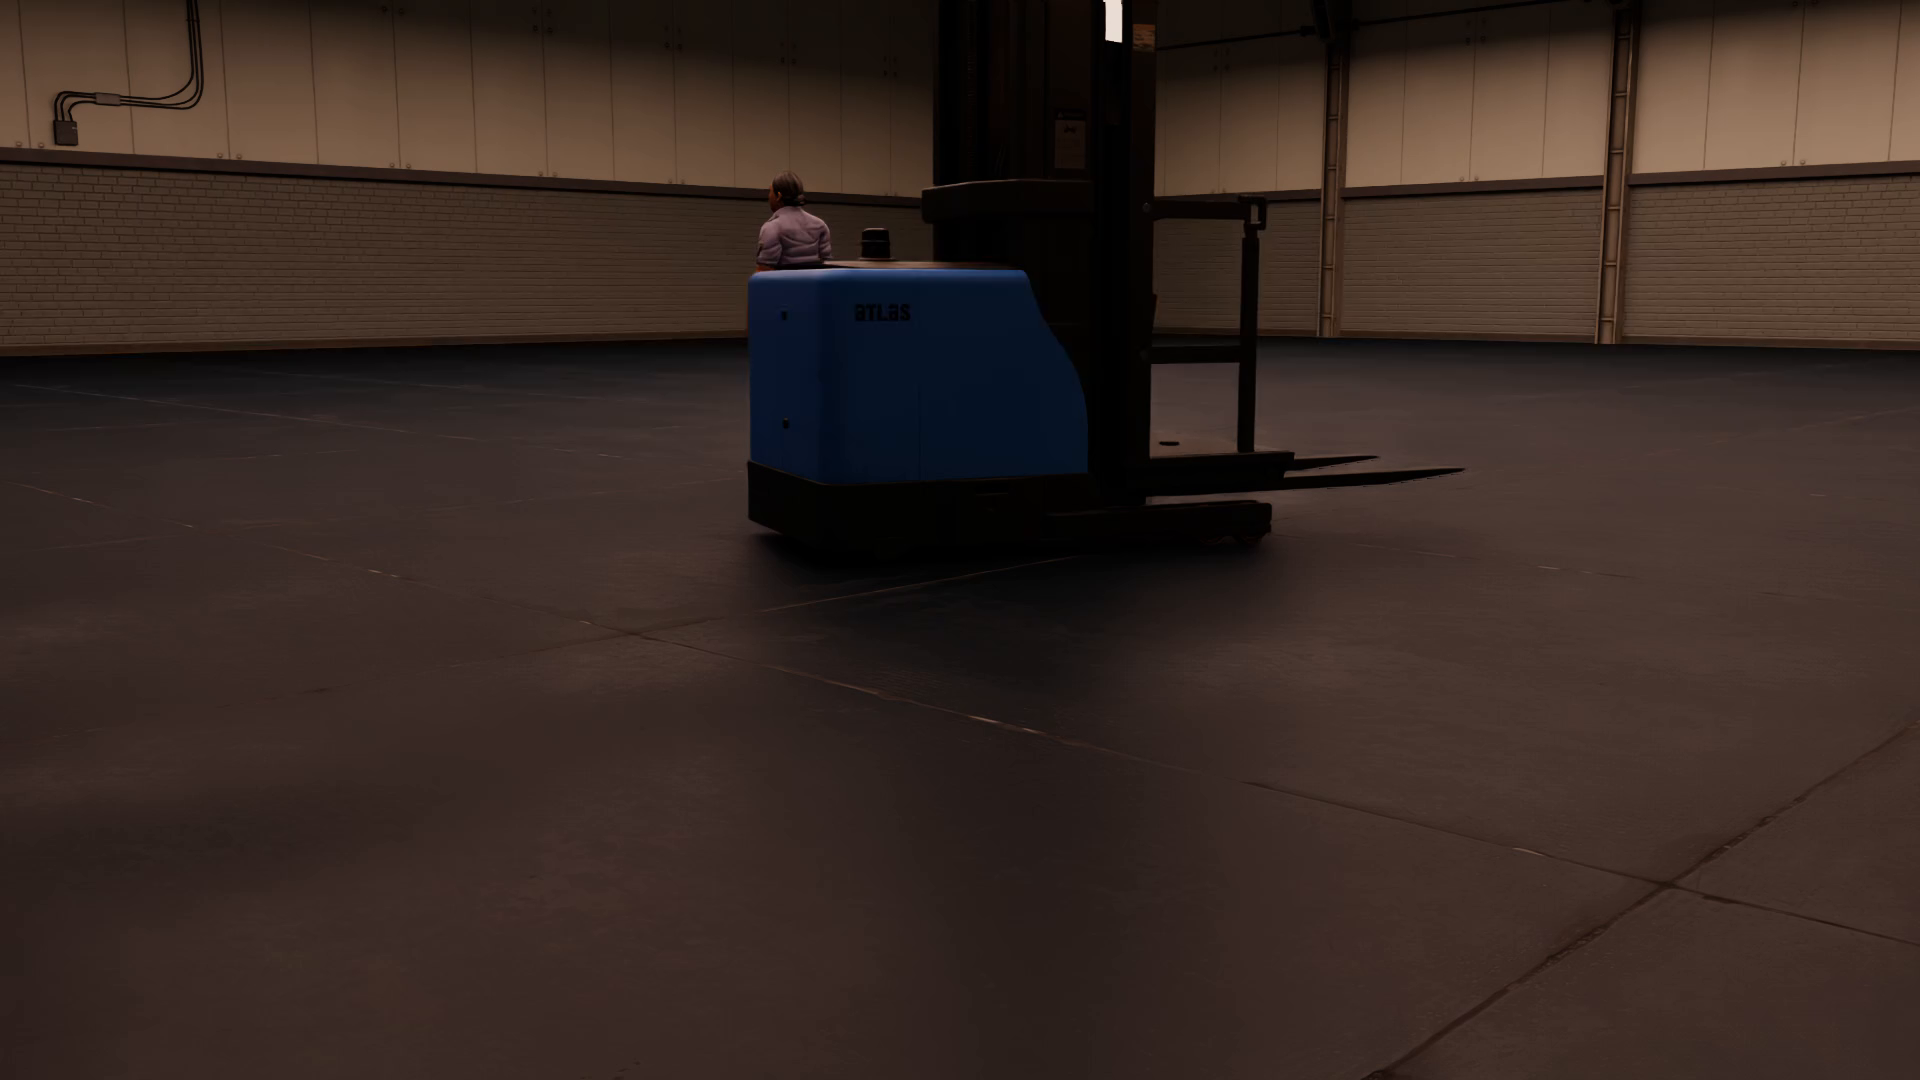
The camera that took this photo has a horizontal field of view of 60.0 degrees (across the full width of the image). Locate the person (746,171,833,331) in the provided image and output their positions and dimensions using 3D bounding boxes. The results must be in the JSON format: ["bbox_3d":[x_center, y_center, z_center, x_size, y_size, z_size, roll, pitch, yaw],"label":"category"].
[{"bbox_3d":[-1.022,-1.256,9.508,0.487,1.656,0.583,8,12,44],"label":"person"}]

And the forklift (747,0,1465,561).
[{"bbox_3d":[0.696,-1.495,6.802,3.031,2.935,1.130,-4,9,-23],"label":"forklift"}]
